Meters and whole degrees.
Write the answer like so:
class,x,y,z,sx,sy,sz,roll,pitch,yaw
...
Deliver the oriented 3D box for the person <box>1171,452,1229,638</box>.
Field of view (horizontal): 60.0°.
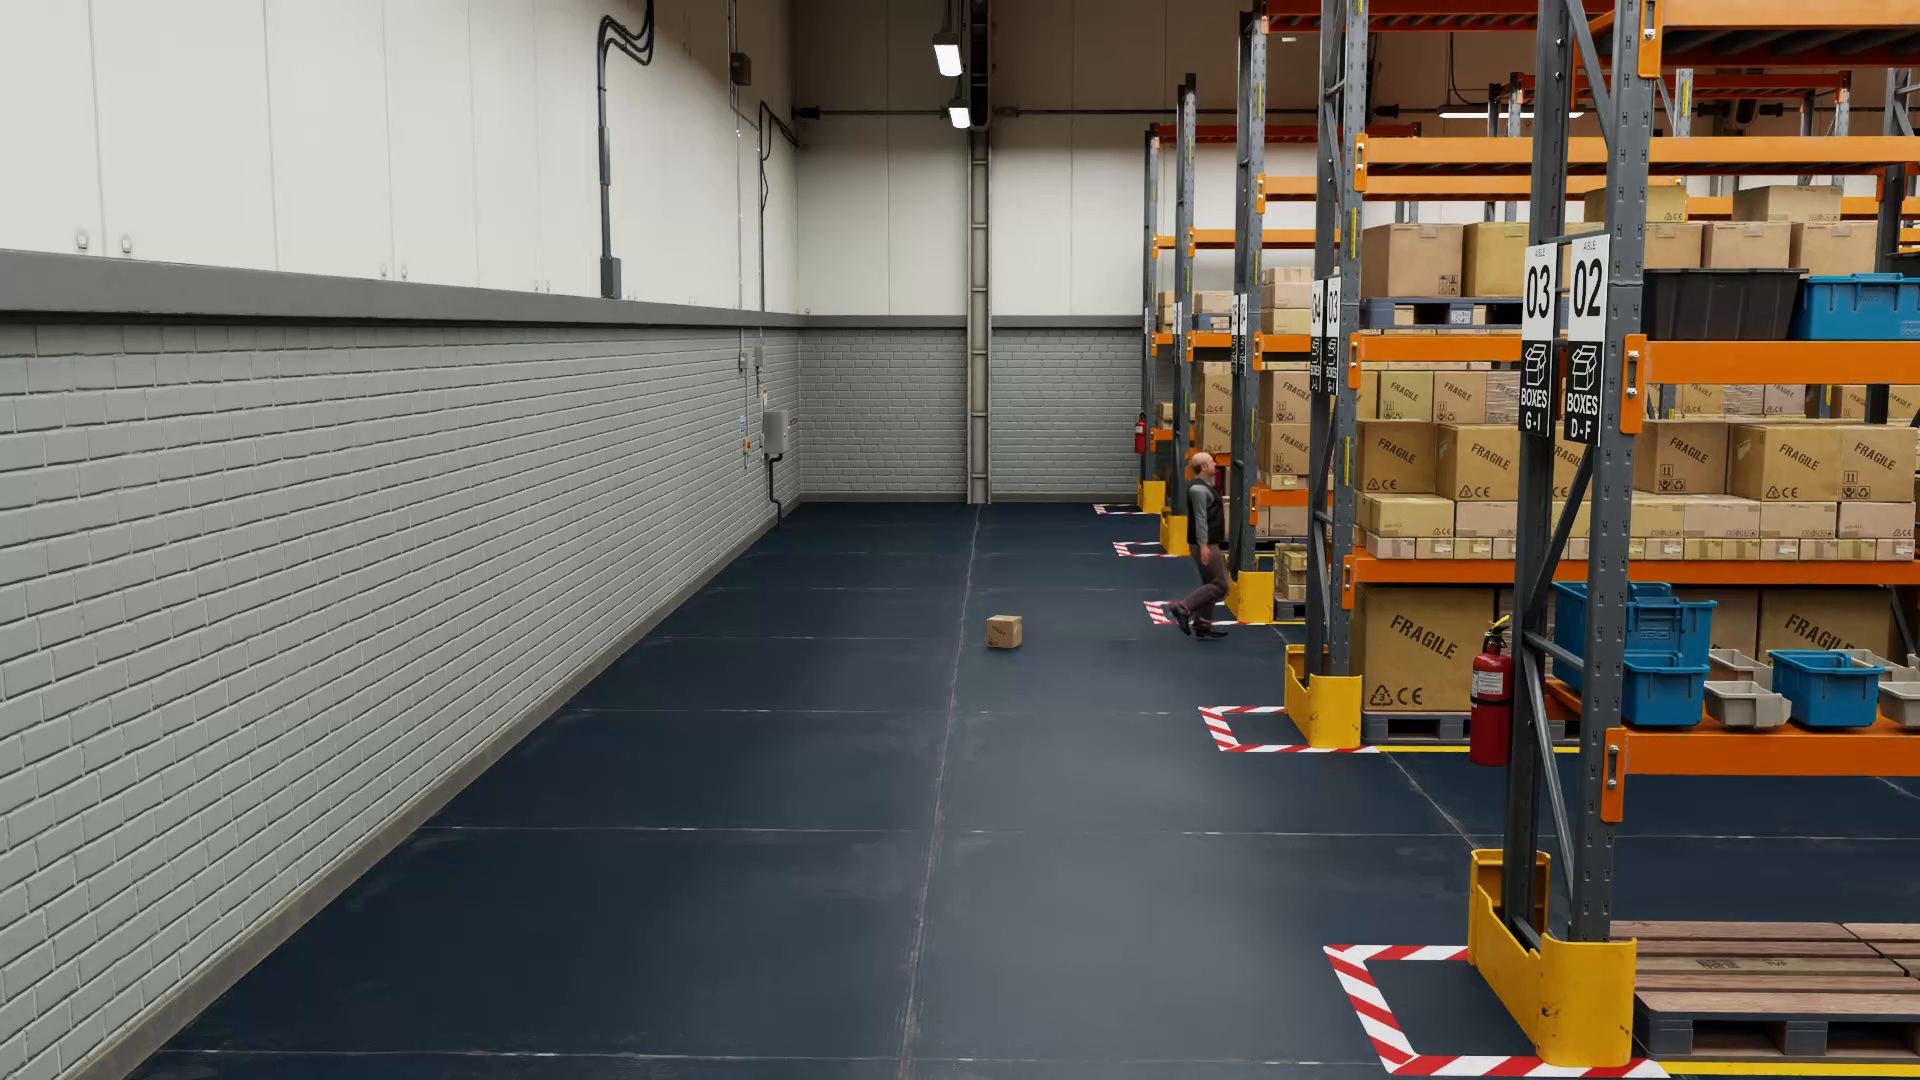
class,x,y,z,sx,sy,sz,roll,pitch,yaw
person,2.215,0.050,15.259,0.519,1.712,0.537,1,7,10
